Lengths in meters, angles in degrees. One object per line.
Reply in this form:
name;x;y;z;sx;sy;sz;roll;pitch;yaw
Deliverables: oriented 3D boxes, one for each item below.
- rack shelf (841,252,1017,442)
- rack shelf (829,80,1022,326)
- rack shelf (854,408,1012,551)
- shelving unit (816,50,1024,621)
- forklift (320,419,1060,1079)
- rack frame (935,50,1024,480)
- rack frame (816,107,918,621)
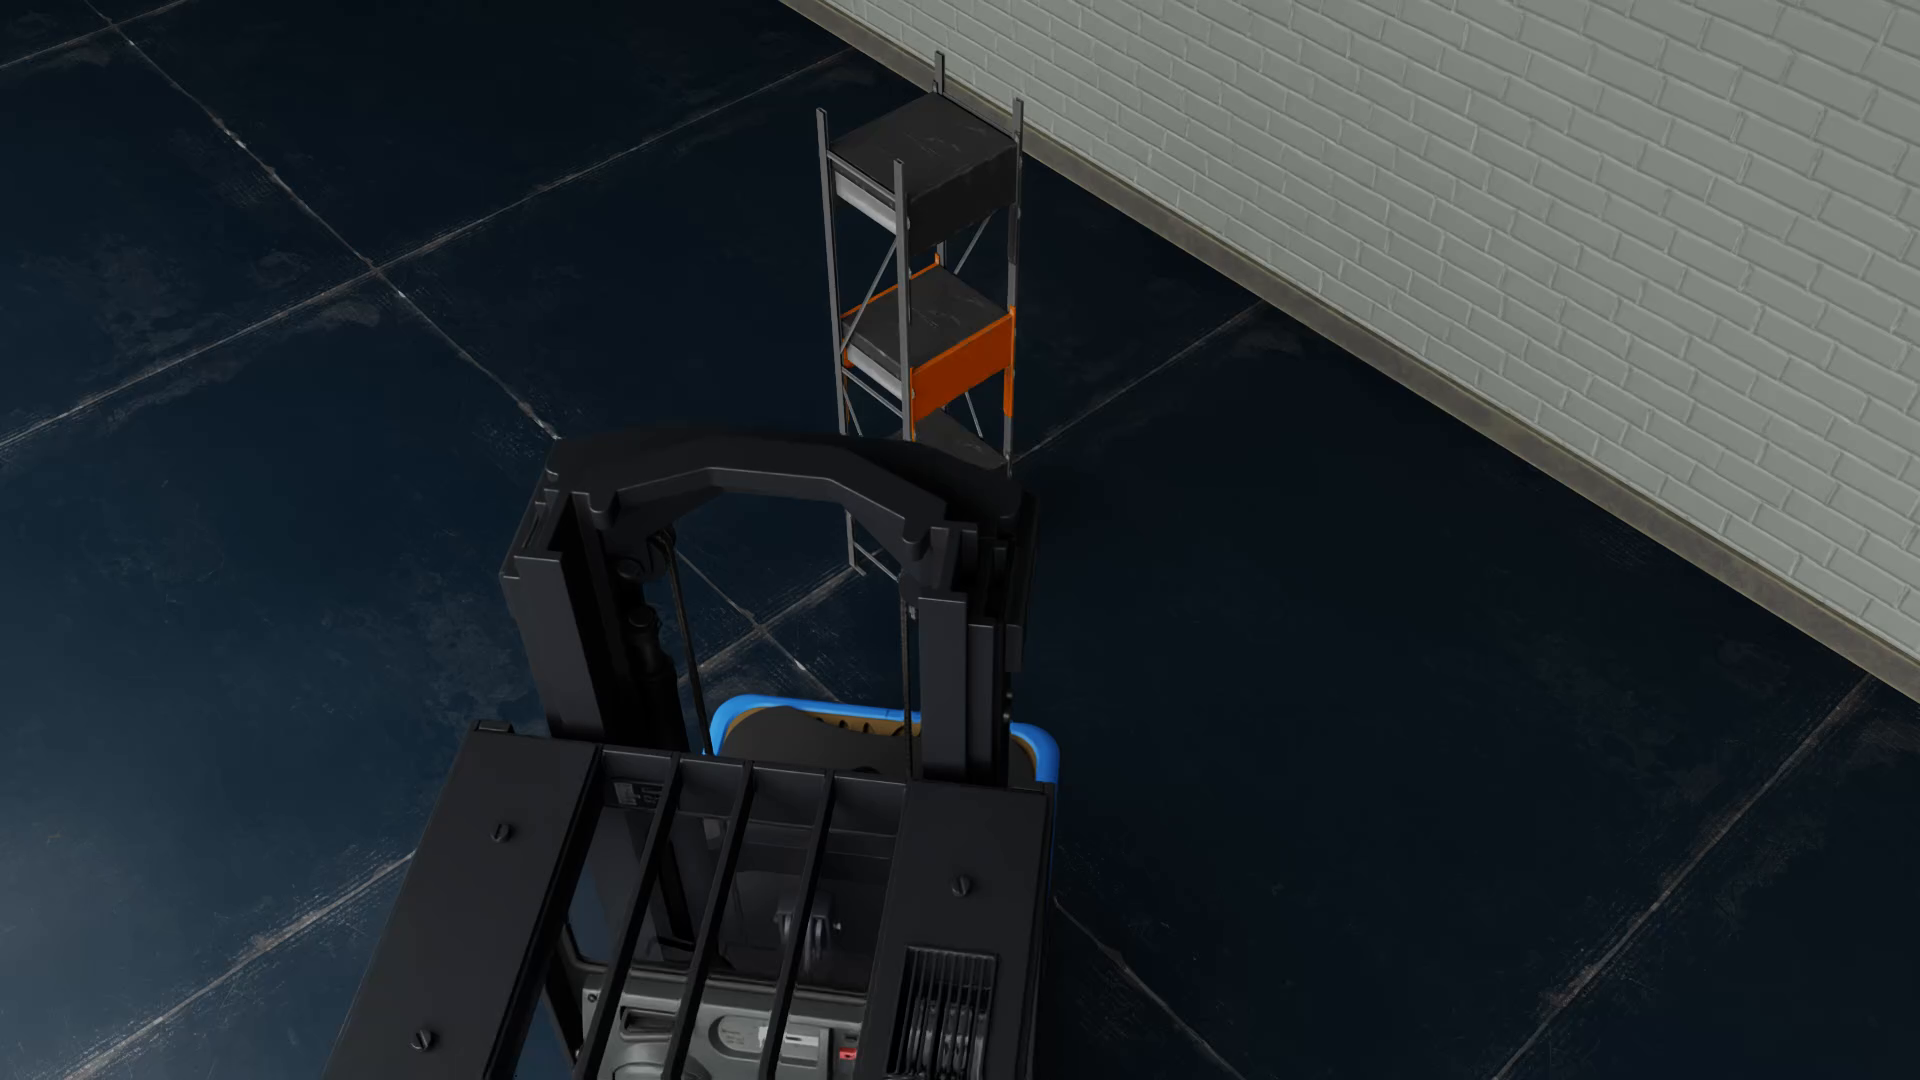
rack shelf;-0.122;-0.621;5.913;0.480;0.518;0.431;-34;56;-27
rack shelf;-0.122;-1.096;5.398;0.480;0.518;0.431;-34;56;-27
rack shelf;-0.122;-0.146;6.427;0.480;0.518;0.431;-34;56;-27
shelving unit;-0.122;-0.630;5.903;0.503;2.100;0.431;-34;56;-27
forklift;-0.406;1.300;3.556;1.130;2.935;3.031;6;48;5
rack frame;0.058;-0.751;6.014;0.015;2.100;0.400;-34;56;-27
rack frame;-0.303;-0.510;5.791;0.015;2.100;0.400;-34;56;-27
